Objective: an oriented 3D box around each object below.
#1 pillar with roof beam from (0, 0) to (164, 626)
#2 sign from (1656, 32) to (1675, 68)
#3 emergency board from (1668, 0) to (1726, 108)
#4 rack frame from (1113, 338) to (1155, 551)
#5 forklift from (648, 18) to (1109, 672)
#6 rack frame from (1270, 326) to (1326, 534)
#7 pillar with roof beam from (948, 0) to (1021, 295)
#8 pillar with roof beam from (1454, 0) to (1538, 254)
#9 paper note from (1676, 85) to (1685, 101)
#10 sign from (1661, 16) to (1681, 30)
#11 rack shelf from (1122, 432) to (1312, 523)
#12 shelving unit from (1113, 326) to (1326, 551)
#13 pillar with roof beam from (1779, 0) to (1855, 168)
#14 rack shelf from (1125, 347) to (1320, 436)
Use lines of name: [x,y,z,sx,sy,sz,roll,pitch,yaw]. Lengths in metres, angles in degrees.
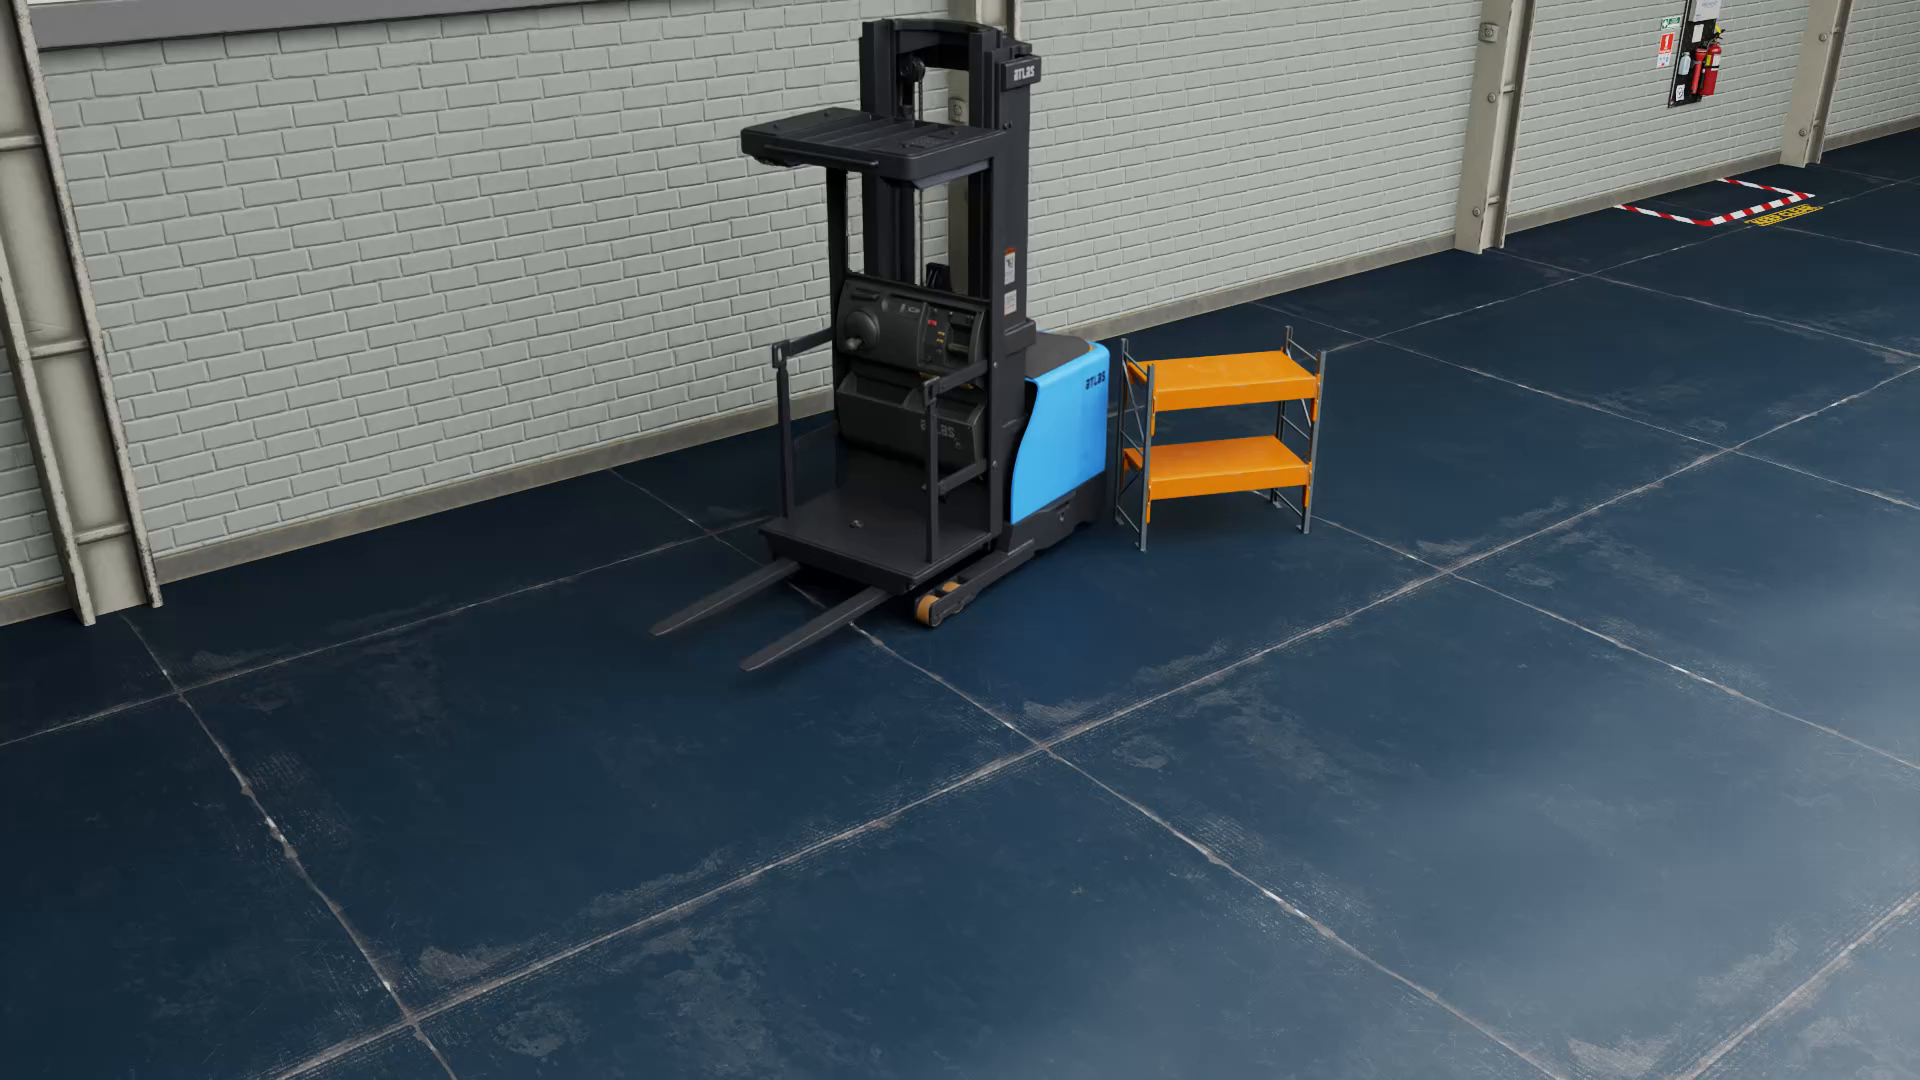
pillar with roof beam: [-1.900,-2.303,4.022,0.400,9.000,9.100,-18,31,-34]
sign: [7.142,-4.961,16.833,0.234,0.329,0.001,-18,31,-34]
emergency board: [7.640,-5.054,17.077,0.643,1.169,0.194,-18,31,-34]
rack frame: [0.999,-0.549,9.596,0.032,1.125,0.500,-6,26,-12]
forklift: [-0.389,-1.104,8.646,1.130,2.935,3.031,17,30,32]
rack frame: [1.987,-0.650,9.814,0.032,1.125,0.500,-6,26,-12]
pillar with roof beam: [2.822,-3.861,7.380,0.400,9.000,9.100,-18,31,-34]
pillar with roof beam: [7.543,-5.420,10.739,0.400,9.000,9.100,-18,31,-34]
paper note: [7.458,-4.631,17.212,0.142,0.148,0.016,-18,31,-34]
sign: [7.151,-5.199,16.718,0.331,0.109,0.001,-18,31,-34]
rack shelf: [1.493,-0.377,9.808,1.000,0.278,0.538,-6,26,-12]
shelving unit: [1.493,-0.599,9.705,1.048,1.125,0.538,-6,26,-12]
pillar with roof beam: [12.265,-6.978,14.097,0.400,9.000,9.100,-18,31,-34]
rack shelf: [1.493,-0.865,9.582,1.000,0.278,0.538,-6,26,-12]
